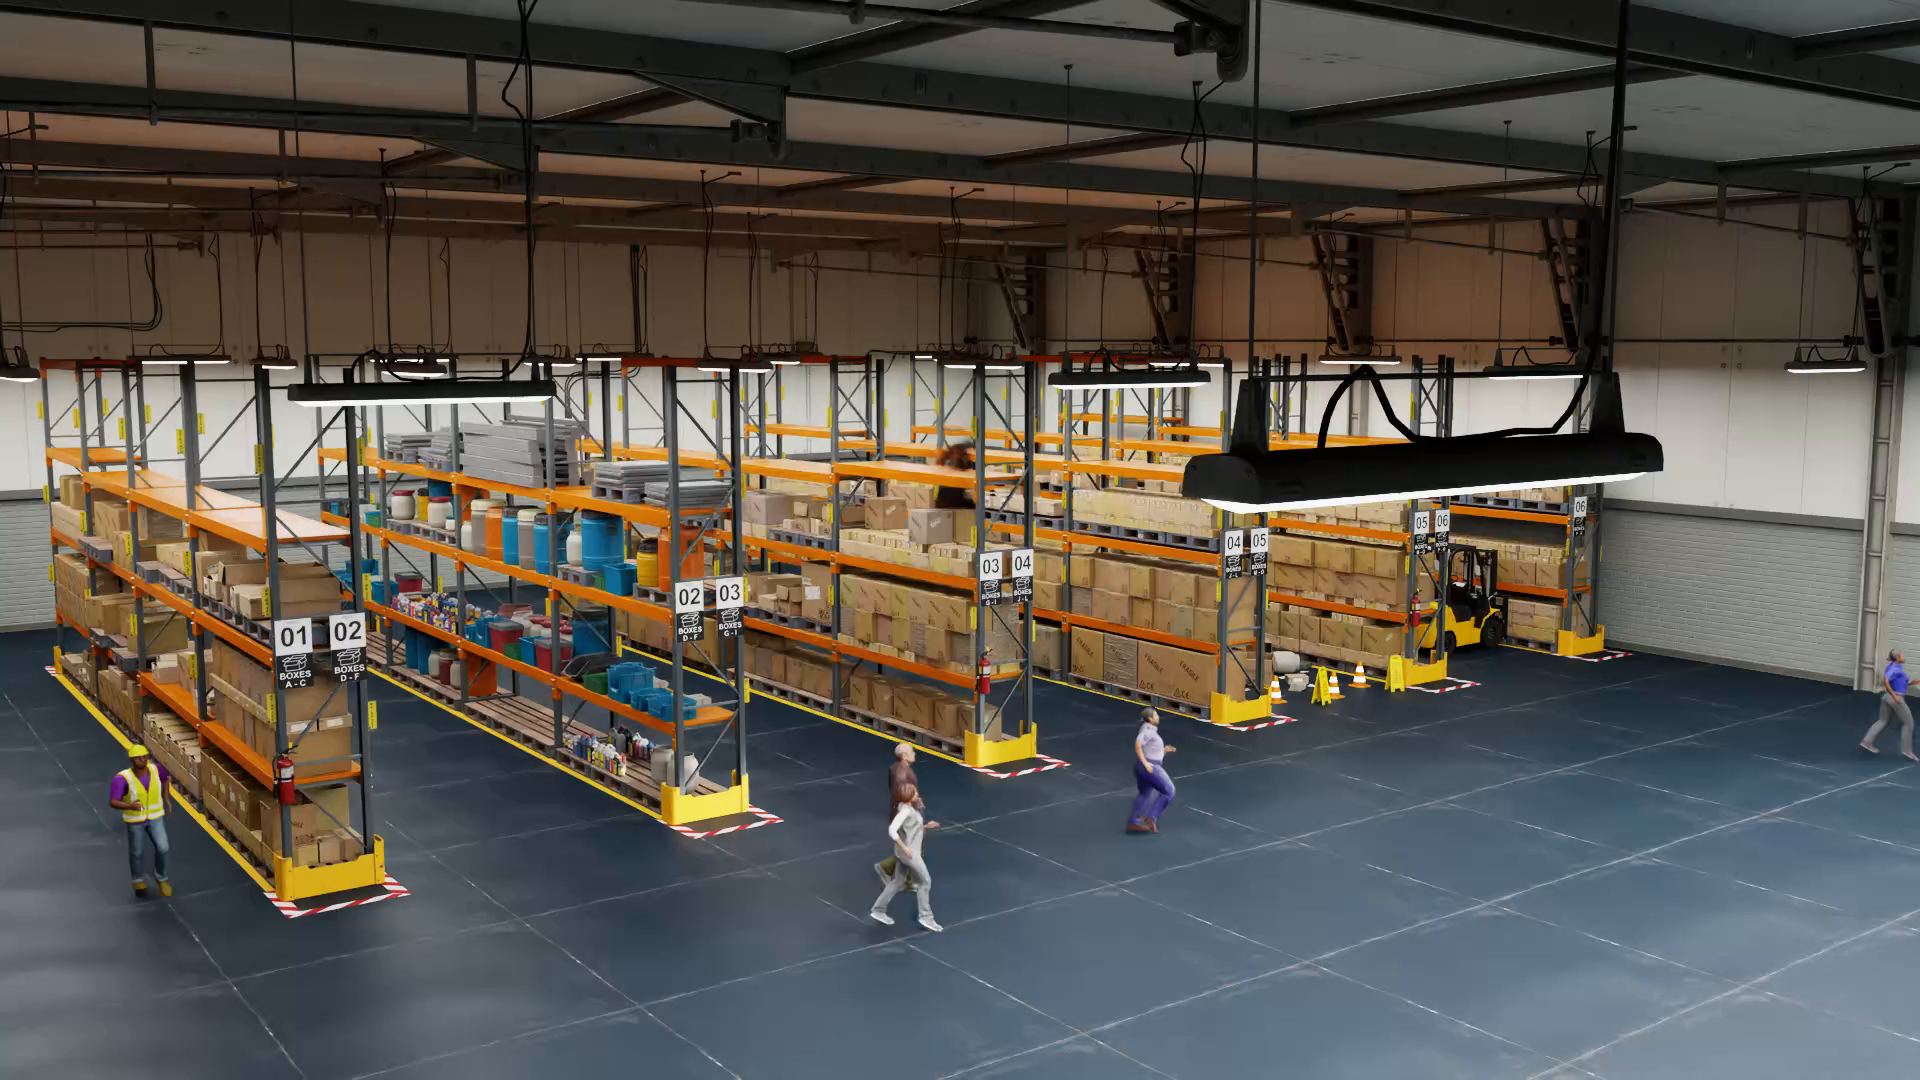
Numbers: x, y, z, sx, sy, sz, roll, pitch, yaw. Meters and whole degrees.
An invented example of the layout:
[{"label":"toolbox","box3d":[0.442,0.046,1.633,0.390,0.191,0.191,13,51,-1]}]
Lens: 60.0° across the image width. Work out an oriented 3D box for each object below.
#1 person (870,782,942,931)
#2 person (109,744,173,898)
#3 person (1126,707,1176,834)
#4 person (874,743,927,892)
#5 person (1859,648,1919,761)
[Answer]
[{"label":"person","box3d":[-0.577,3.394,17.805,0.754,1.632,0.516,-2,7,-13]},{"label":"person","box3d":[-9.261,3.180,18.876,0.700,1.754,0.737,-6,9,-39]},{"label":"person","box3d":[2.469,2.973,21.394,0.637,1.621,0.592,-1,7,-9]},{"label":"person","box3d":[-0.693,3.187,19.080,0.635,1.750,0.731,-1,7,-12]},{"label":"person","box3d":[14.119,2.535,25.186,0.803,1.612,0.555,1,7,8]}]
